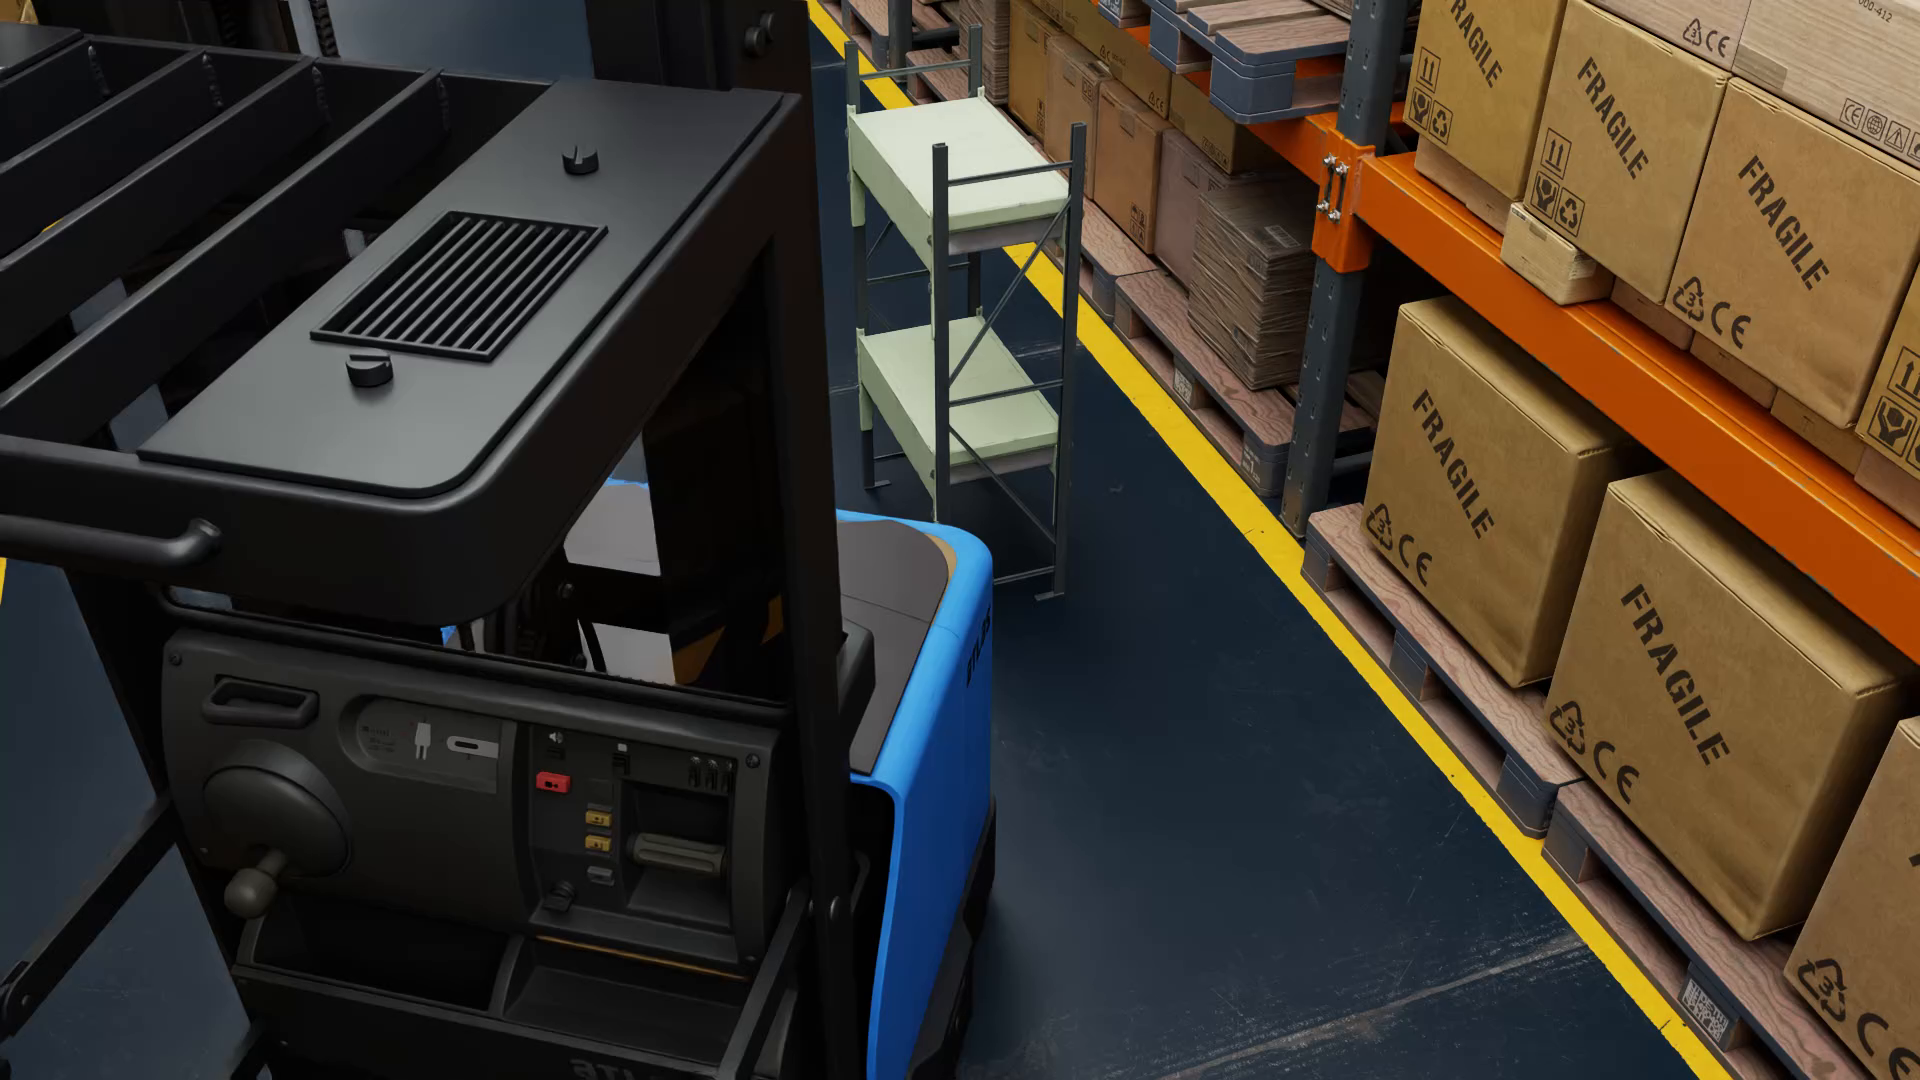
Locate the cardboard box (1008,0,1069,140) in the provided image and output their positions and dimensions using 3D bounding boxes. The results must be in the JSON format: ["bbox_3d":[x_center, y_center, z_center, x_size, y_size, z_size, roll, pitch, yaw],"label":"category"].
[{"bbox_3d":[0.631,-2.075,7.223,0.700,0.500,0.500,-13,39,-17],"label":"cardboard box"}]

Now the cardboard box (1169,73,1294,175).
[{"bbox_3d":[1.079,-1.539,5.889,0.500,0.250,0.500,-12,39,-15],"label":"cardboard box"}]

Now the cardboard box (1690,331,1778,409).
[{"bbox_3d":[1.799,-0.432,3.523,0.380,0.149,0.250,-12,39,-15],"label":"cardboard box"}]

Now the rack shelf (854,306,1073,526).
[{"bbox_3d":[-0.002,-0.342,5.000,0.431,0.370,0.720,-12,39,-16],"label":"rack shelf"}]

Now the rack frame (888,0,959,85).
[{"bbox_3d":[0.137,-3.591,7.525,1.000,3.000,0.127,-12,39,-16],"label":"rack frame"}]

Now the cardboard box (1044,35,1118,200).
[{"bbox_3d":[0.768,-1.778,6.829,0.700,0.500,0.500,-12,39,-15],"label":"cardboard box"}]

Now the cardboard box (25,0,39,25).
[{"bbox_3d":[-4.723,-2.525,8.045,0.500,0.250,0.500,-12,39,-16],"label":"cardboard box"}]

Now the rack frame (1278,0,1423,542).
[{"bbox_3d":[1.513,-1.332,4.525,1.000,3.000,0.127,-12,39,-16],"label":"rack frame"}]

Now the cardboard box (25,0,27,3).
[{"bbox_3d":[-4.723,-2.824,7.819,0.500,0.500,0.500,-12,39,-16],"label":"cardboard box"}]

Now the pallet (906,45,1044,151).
[{"bbox_3d":[0.406,-2.038,7.780,1.003,0.211,1.213,-12,39,-16],"label":"pallet"}]

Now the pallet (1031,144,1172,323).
[{"bbox_3d":[0.830,-1.348,6.864,1.003,0.211,1.213,-12,39,-16],"label":"pallet"}]

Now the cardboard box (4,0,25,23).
[{"bbox_3d":[-4.558,-2.540,7.442,0.500,0.500,0.500,-12,39,-16],"label":"cardboard box"}]

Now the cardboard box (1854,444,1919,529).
[{"bbox_3d":[1.947,-0.141,3.136,0.380,0.149,0.250,-12,39,-16],"label":"cardboard box"}]

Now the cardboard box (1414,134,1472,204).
[{"bbox_3d":[1.409,-1.005,4.284,0.380,0.149,0.250,-13,39,-17],"label":"cardboard box"}]

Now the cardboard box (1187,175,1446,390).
[{"bbox_3d":[1.216,-0.905,5.670,0.700,0.500,0.500,-12,39,-15],"label":"cardboard box"}]

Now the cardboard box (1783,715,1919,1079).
[{"bbox_3d":[2.235,0.777,3.163,0.750,0.750,0.750,-11,38,-15],"label":"cardboard box"}]

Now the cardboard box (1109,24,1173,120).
[{"bbox_3d":[0.897,-1.829,6.273,0.500,0.250,0.500,-13,39,-16],"label":"cardboard box"}]

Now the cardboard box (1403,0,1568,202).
[{"bbox_3d":[1.440,-1.171,3.964,0.500,0.500,0.500,-11,38,-15],"label":"cardboard box"}]

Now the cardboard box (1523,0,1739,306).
[{"bbox_3d":[1.612,-0.873,3.569,0.500,0.500,0.500,-11,38,-14],"label":"cardboard box"}]

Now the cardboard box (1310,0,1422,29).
[{"bbox_3d":[1.342,-1.811,4.712,0.700,0.500,0.500,-17,40,-21],"label":"cardboard box"}]

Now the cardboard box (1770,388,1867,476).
[{"bbox_3d":[1.878,-0.284,3.326,0.380,0.149,0.250,-12,39,-15],"label":"cardboard box"}]

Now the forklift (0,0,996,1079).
[{"bbox_3d":[-0.761,0.458,2.206,1.130,2.935,3.031,8,38,11],"label":"forklift"}]

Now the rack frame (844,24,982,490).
[{"bbox_3d":[-0.128,-0.810,5.078,0.400,1.500,0.023,-12,39,-16],"label":"rack frame"}]

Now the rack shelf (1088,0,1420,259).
[{"bbox_3d":[0.825,-2.174,6.241,1.077,0.370,4.000,-12,39,-16],"label":"rack shelf"}]

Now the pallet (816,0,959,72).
[{"bbox_3d":[-0.128,-2.849,8.858,1.003,0.211,1.213,-12,39,-16],"label":"pallet"}]

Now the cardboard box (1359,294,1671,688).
[{"bbox_3d":[1.643,-0.198,4.458,0.750,0.750,0.750,-13,39,-17],"label":"cardboard box"}]

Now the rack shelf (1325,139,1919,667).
[{"bbox_3d":[2.201,0.086,3.241,1.077,0.370,4.000,-12,39,-16],"label":"rack shelf"}]

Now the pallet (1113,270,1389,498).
[{"bbox_3d":[1.246,-0.660,5.950,1.003,0.211,1.213,-12,39,-16],"label":"pallet"}]

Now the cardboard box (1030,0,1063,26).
[{"bbox_3d":[0.560,-2.408,7.042,0.500,0.250,0.500,-13,39,-17],"label":"cardboard box"}]

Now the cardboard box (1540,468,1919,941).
[{"bbox_3d":[1.939,0.298,3.799,0.750,0.750,0.750,-13,39,-16],"label":"cardboard box"}]

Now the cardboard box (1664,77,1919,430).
[{"bbox_3d":[1.781,-0.593,3.197,0.500,0.500,0.500,-13,39,-16],"label":"cardboard box"}]

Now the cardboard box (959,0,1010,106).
[{"bbox_3d":[0.406,-2.356,7.597,0.700,0.500,0.500,-11,38,-14],"label":"cardboard box"}]

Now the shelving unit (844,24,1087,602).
[{"bbox_3d":[-0.002,-0.603,4.804,0.431,1.500,0.755,-12,39,-16],"label":"shelving unit"}]

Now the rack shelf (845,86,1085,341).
[{"bbox_3d":[-0.002,-0.915,4.569,0.431,0.370,0.720,-12,39,-16],"label":"rack shelf"}]

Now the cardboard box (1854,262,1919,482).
[{"bbox_3d":[1.968,-0.300,2.808,0.500,0.500,0.500,-11,38,-15],"label":"cardboard box"}]

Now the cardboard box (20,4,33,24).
[{"bbox_3d":[-4.555,-2.241,7.669,0.500,0.250,0.500,-12,39,-16],"label":"cardboard box"}]

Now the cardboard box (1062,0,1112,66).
[{"bbox_3d":[0.743,-2.114,6.653,0.500,0.250,0.500,-14,39,-17],"label":"cardboard box"}]

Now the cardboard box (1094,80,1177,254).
[{"bbox_3d":[0.951,-1.495,6.453,0.700,0.500,0.500,-13,39,-16],"label":"cardboard box"}]

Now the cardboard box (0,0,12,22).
[{"bbox_3d":[-4.379,-2.259,7.069,0.500,0.500,0.500,-12,39,-16],"label":"cardboard box"}]

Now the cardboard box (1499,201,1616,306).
[{"bbox_3d":[1.500,-0.693,3.870,0.380,0.149,0.250,-11,38,-15],"label":"cardboard box"}]

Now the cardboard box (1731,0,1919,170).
[{"bbox_3d":[1.789,-0.903,2.985,0.500,0.250,0.500,-12,39,-16],"label":"cardboard box"}]

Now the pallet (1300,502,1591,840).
[{"bbox_3d":[1.714,0.243,4.752,1.003,0.211,1.213,-12,39,-16],"label":"pallet"}]

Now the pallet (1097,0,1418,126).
[{"bbox_3d":[1.168,-1.635,5.088,1.213,0.211,1.003,-12,39,-16],"label":"pallet"}]

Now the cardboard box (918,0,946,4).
[{"bbox_3d":[-0.076,-2.931,8.638,0.380,0.166,0.250,-18,40,-22],"label":"cardboard box"}]

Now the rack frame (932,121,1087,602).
[{"bbox_3d":[0.124,-0.396,4.529,0.400,1.500,0.023,-12,39,-16],"label":"rack frame"}]

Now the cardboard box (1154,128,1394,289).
[{"bbox_3d":[1.148,-1.220,6.088,0.700,0.500,0.500,-13,39,-16],"label":"cardboard box"}]

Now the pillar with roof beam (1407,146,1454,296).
[{"bbox_3d":[-2.164,-3.750,2.749,9.100,9.000,0.400,-12,39,-16],"label":"pillar with roof beam"}]

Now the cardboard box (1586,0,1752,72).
[{"bbox_3d":[1.613,-1.185,3.359,0.500,0.250,0.500,-13,39,-17],"label":"cardboard box"}]

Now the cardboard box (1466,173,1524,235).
[{"bbox_3d":[1.488,-0.861,4.092,0.380,0.149,0.250,-12,39,-15],"label":"cardboard box"}]

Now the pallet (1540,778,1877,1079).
[{"bbox_3d":[2.130,0.931,3.838,1.003,0.211,1.213,-12,39,-16],"label":"pallet"}]

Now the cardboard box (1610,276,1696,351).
[{"bbox_3d":[1.702,-0.577,3.715,0.380,0.149,0.250,-13,39,-16],"label":"cardboard box"}]
